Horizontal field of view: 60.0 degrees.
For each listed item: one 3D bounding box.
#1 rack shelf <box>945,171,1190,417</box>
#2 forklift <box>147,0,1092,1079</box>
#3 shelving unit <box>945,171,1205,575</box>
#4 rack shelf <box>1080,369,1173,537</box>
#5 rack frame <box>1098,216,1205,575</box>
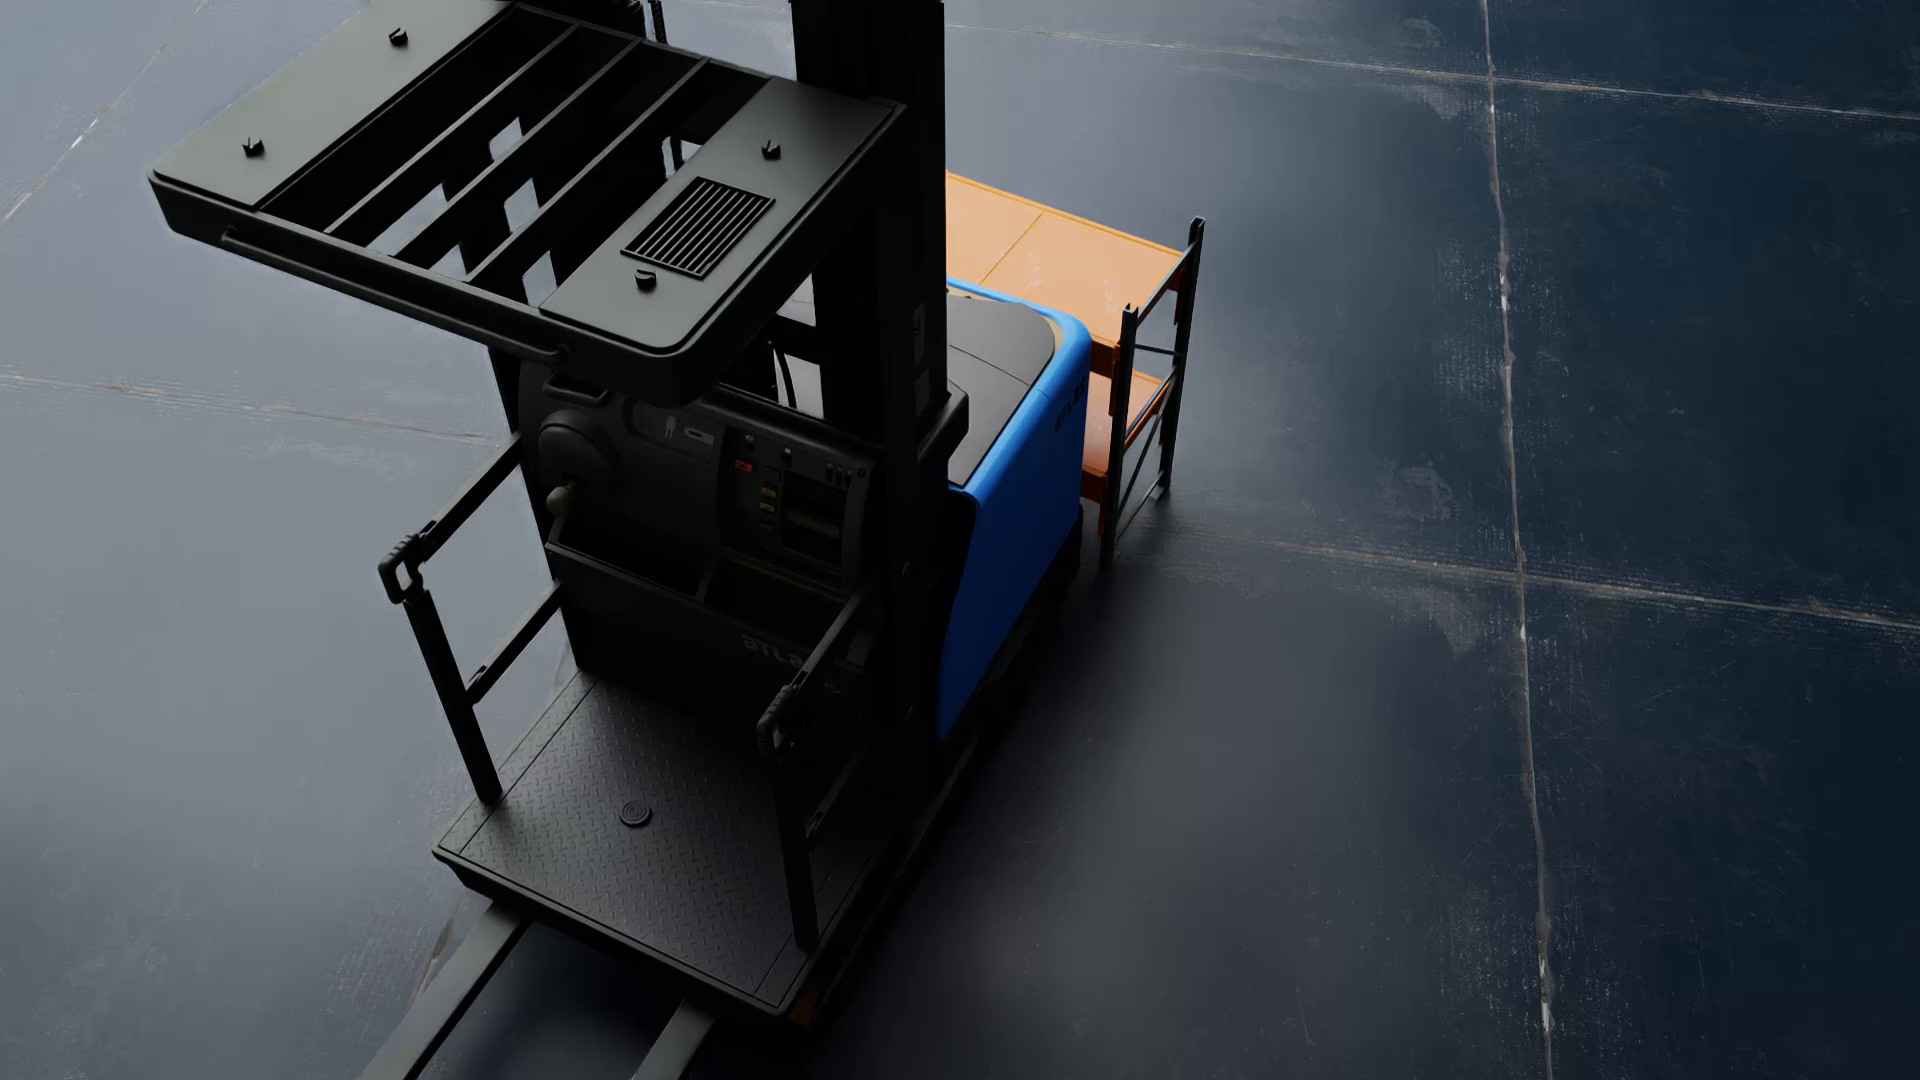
[{"bbox_3d":[0.155,-0.812,5.193,1.000,0.278,0.538,23,52,19],"label":"rack shelf"},{"bbox_3d":[-0.713,-0.063,3.700,1.130,2.935,3.031,20,51,17],"label":"forklift"},{"bbox_3d":[0.155,-0.616,5.411,1.048,1.125,0.538,23,52,19],"label":"shelving unit"},{"bbox_3d":[0.155,-0.453,5.593,1.000,0.278,0.538,23,52,19],"label":"rack shelf"},{"bbox_3d":[0.596,-0.427,5.241,0.032,1.125,0.500,23,52,19],"label":"rack frame"}]
